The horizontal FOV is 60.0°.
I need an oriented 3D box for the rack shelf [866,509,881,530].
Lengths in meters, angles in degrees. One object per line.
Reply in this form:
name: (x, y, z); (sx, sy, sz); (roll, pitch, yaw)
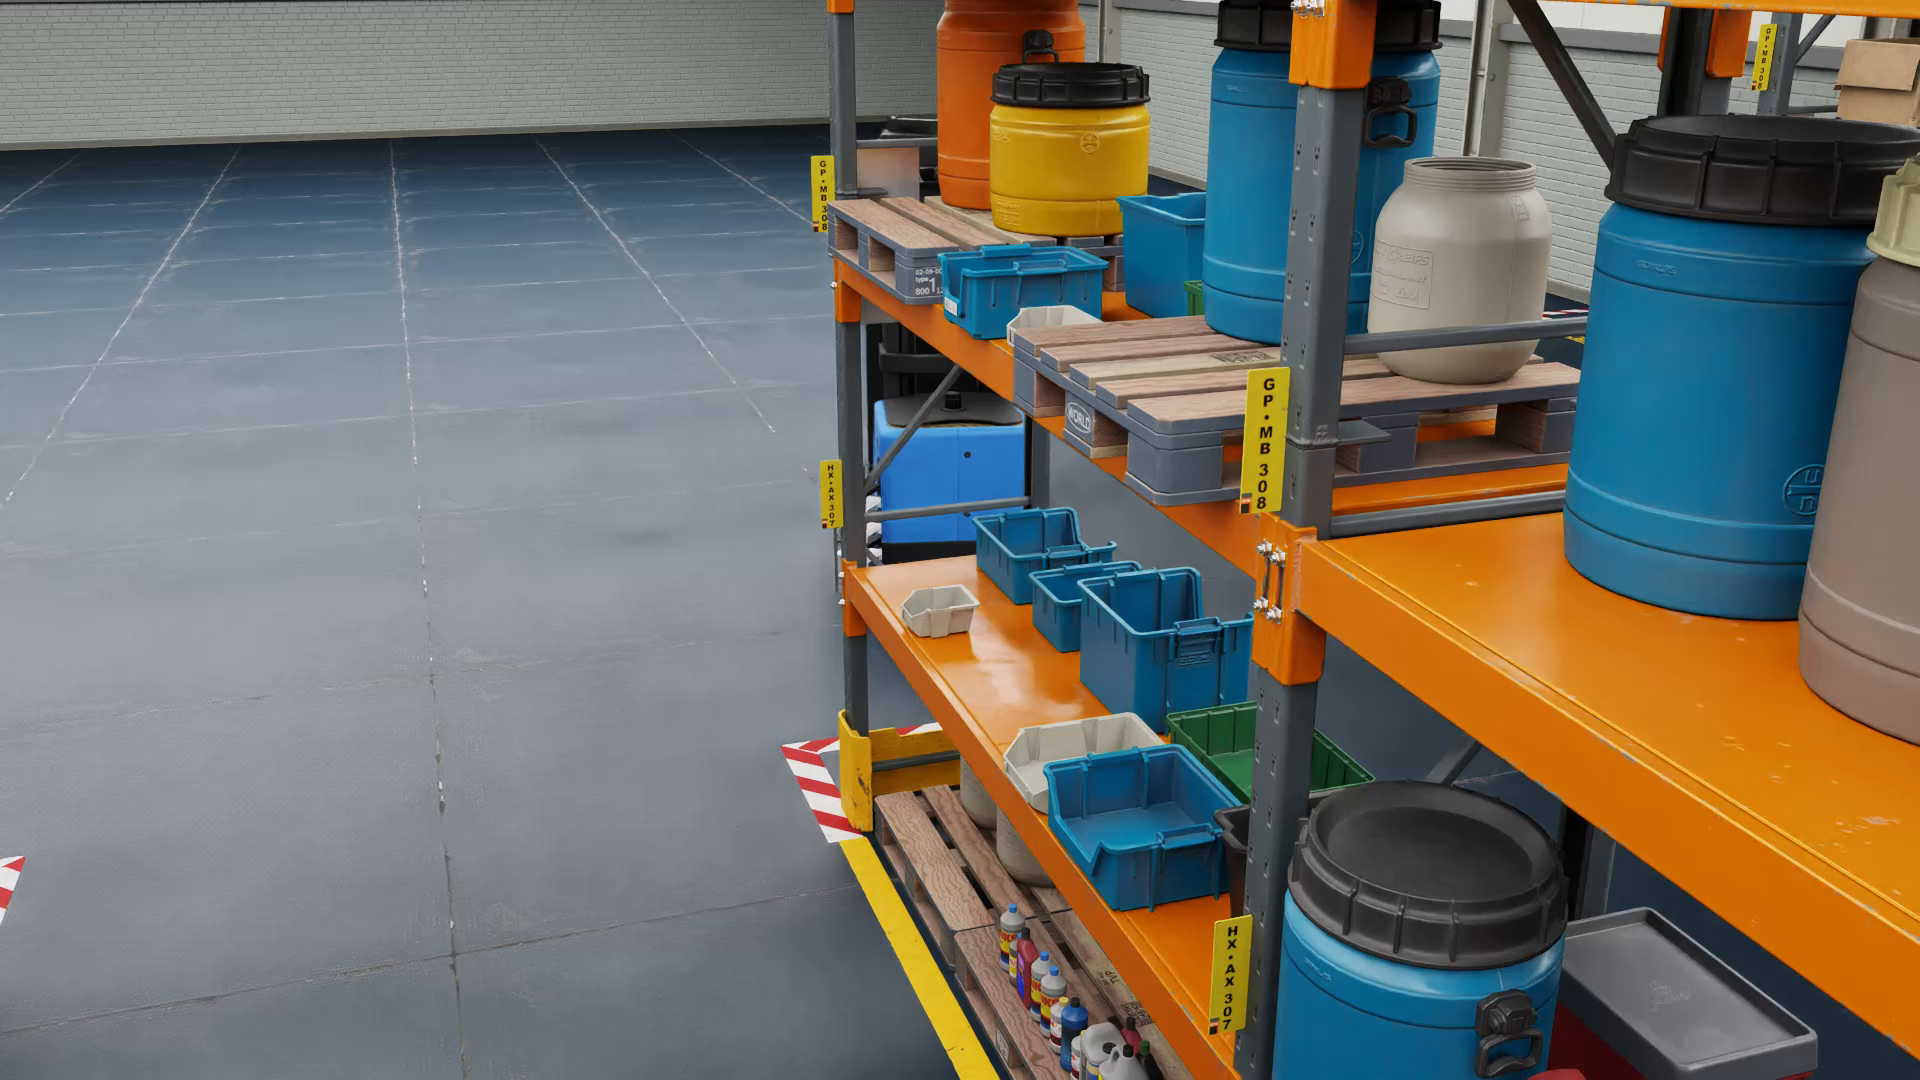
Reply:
rack shelf: (-0.669, -0.148, 10.829); (0.258, 0.077, 0.200); (9, 22, 24)

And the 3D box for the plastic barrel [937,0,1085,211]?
plastic barrel: (0.206, -1.806, 6.813); (0.600, 0.830, 0.708); (-6, 21, -17)

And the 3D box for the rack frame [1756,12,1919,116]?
rack frame: (4.636, -3.486, 8.308); (1.000, 3.000, 0.127); (-6, 21, -17)

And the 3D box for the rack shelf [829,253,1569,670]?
rack shelf: (0.561, -0.568, 5.688); (1.077, 0.370, 4.000); (-6, 21, -17)

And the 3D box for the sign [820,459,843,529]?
sign: (-0.591, -0.210, 7.655); (0.100, 0.325, 0.005); (-6, 21, -17)

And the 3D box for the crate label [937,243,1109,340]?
crate label: (0.207, -0.843, 5.609); (0.502, 0.251, 0.408); (-6, 21, -17)

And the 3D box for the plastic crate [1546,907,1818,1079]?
plastic crate: (1.633, 1.239, 3.934); (0.402, 0.464, 0.583); (-6, 21, -17)

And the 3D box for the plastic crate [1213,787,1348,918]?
plastic crate: (1.146, 0.994, 4.803); (0.767, 0.338, 0.504); (-6, 21, -17)

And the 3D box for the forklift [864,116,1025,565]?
forklift: (-0.150, -1.585, 11.994); (1.130, 2.935, 3.031); (-2, 20, -5)

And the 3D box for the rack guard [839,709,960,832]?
rack guard: (0.001, 1.059, 8.229); (1.175, 0.500, 0.348); (-6, 21, -17)

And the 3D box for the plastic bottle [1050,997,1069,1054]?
plastic bottle: (0.377, 1.762, 6.063); (0.097, 0.201, 0.097); (0, 20, 0)

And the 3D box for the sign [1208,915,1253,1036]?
sign: (0.664, 1.071, 4.087); (0.100, 0.325, 0.005); (-6, 21, -17)

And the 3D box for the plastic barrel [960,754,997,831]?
plastic barrel: (0.212, 1.039, 7.645); (0.421, 0.512, 0.421); (0, 20, 0)

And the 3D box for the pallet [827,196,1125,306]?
pallet: (0.100, -1.184, 6.617); (1.003, 0.211, 1.213); (-6, 21, -17)

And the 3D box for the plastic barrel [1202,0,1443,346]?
plastic barrel: (0.979, -1.029, 4.545); (0.600, 0.901, 0.708); (-6, 21, -17)

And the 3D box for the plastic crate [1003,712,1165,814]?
plastic crate: (0.439, 0.777, 5.707); (0.530, 0.136, 0.437); (-6, 21, -17)

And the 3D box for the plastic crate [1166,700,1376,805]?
plastic crate: (1.031, 0.781, 5.619); (0.450, 0.188, 0.662); (-6, 21, -17)

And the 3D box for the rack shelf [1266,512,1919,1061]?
rack shelf: (1.819, 0.715, 2.115); (1.077, 0.370, 4.000); (-6, 21, -17)

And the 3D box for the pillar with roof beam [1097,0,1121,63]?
pillar with roof beam: (-1.251, -11.125, 29.577); (9.100, 9.000, 0.400); (-6, 21, -17)

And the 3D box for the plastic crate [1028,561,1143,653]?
plastic crate: (0.573, 0.271, 6.945); (0.499, 0.251, 0.408); (-6, 21, -17)

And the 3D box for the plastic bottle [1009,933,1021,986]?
plastic bottle: (0.239, 1.621, 6.455); (0.097, 0.201, 0.097); (0, 20, 0)

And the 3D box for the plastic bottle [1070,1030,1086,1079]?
plastic bottle: (0.442, 1.828, 5.880); (0.097, 0.201, 0.097); (0, 20, 0)

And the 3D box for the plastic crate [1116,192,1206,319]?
plastic crate: (0.818, -0.961, 5.742); (0.392, 0.384, 0.575); (-6, 21, -17)

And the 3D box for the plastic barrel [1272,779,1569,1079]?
plastic barrel: (1.024, 1.067, 3.767); (0.600, 0.901, 0.708); (-6, 21, -17)

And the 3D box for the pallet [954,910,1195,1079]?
pallet: (0.631, 1.847, 6.463); (1.003, 0.211, 1.213); (-6, 21, -17)

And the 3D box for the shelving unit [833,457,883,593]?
shelving unit: (-0.669, -0.094, 10.848); (0.258, 0.900, 0.210); (9, 22, 24)

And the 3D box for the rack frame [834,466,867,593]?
rack frame: (-0.712, -0.063, 10.762); (0.240, 0.900, 0.006); (9, 22, 24)

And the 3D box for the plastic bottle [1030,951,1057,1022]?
plastic bottle: (0.314, 1.665, 6.229); (0.097, 0.271, 0.097); (0, 20, 0)

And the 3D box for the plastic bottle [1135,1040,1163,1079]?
plastic bottle: (0.641, 1.857, 5.675); (0.061, 0.283, 0.133); (-6, 21, -17)

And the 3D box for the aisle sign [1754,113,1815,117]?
aisle sign: (4.325, -1.874, 8.851); (0.394, 0.787, 0.004); (-6, 21, -17)

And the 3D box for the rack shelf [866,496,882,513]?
rack shelf: (-0.669, -0.232, 10.799); (0.258, 0.077, 0.200); (9, 22, 24)

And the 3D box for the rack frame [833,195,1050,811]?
rack frame: (-0.067, -0.137, 7.861); (1.000, 3.000, 0.127); (-6, 21, -17)

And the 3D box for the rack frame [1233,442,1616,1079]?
rack frame: (1.190, 1.147, 4.287); (1.000, 3.000, 0.127); (-6, 21, -17)

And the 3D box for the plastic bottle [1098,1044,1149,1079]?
plastic bottle: (0.552, 1.845, 5.610); (0.144, 0.351, 0.185); (-7, 21, -18)

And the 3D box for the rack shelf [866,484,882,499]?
rack shelf: (-0.669, -0.317, 10.768); (0.258, 0.077, 0.200); (9, 22, 24)

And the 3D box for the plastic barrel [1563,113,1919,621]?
plastic barrel: (1.556, -0.361, 3.305); (0.600, 0.901, 0.708); (-6, 21, -17)
